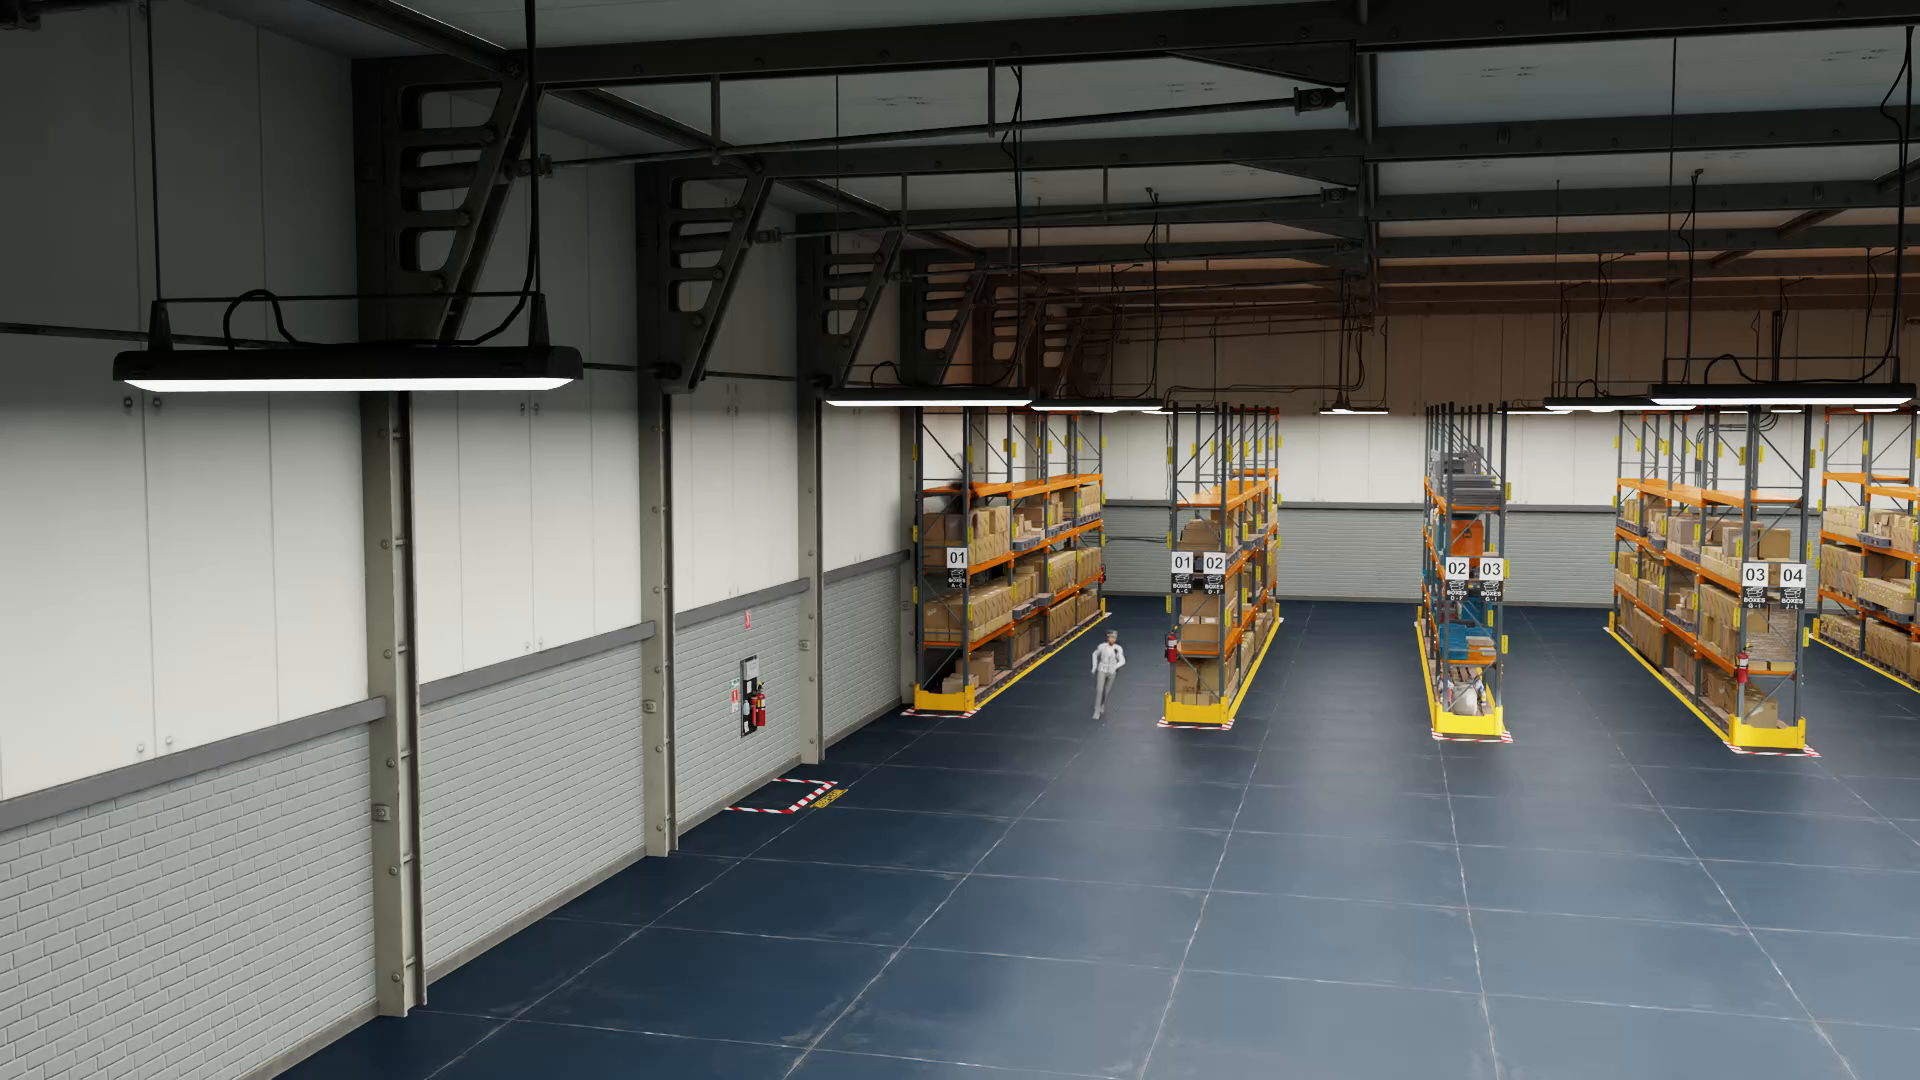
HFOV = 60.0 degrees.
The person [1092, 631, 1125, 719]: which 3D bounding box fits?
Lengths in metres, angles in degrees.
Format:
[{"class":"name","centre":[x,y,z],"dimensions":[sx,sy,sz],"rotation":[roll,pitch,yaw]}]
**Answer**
[{"class":"person","centre":[2.807,2.518,31.626],"dimensions":[0.659,1.624,0.941],"rotation":[0,4,-2]}]
